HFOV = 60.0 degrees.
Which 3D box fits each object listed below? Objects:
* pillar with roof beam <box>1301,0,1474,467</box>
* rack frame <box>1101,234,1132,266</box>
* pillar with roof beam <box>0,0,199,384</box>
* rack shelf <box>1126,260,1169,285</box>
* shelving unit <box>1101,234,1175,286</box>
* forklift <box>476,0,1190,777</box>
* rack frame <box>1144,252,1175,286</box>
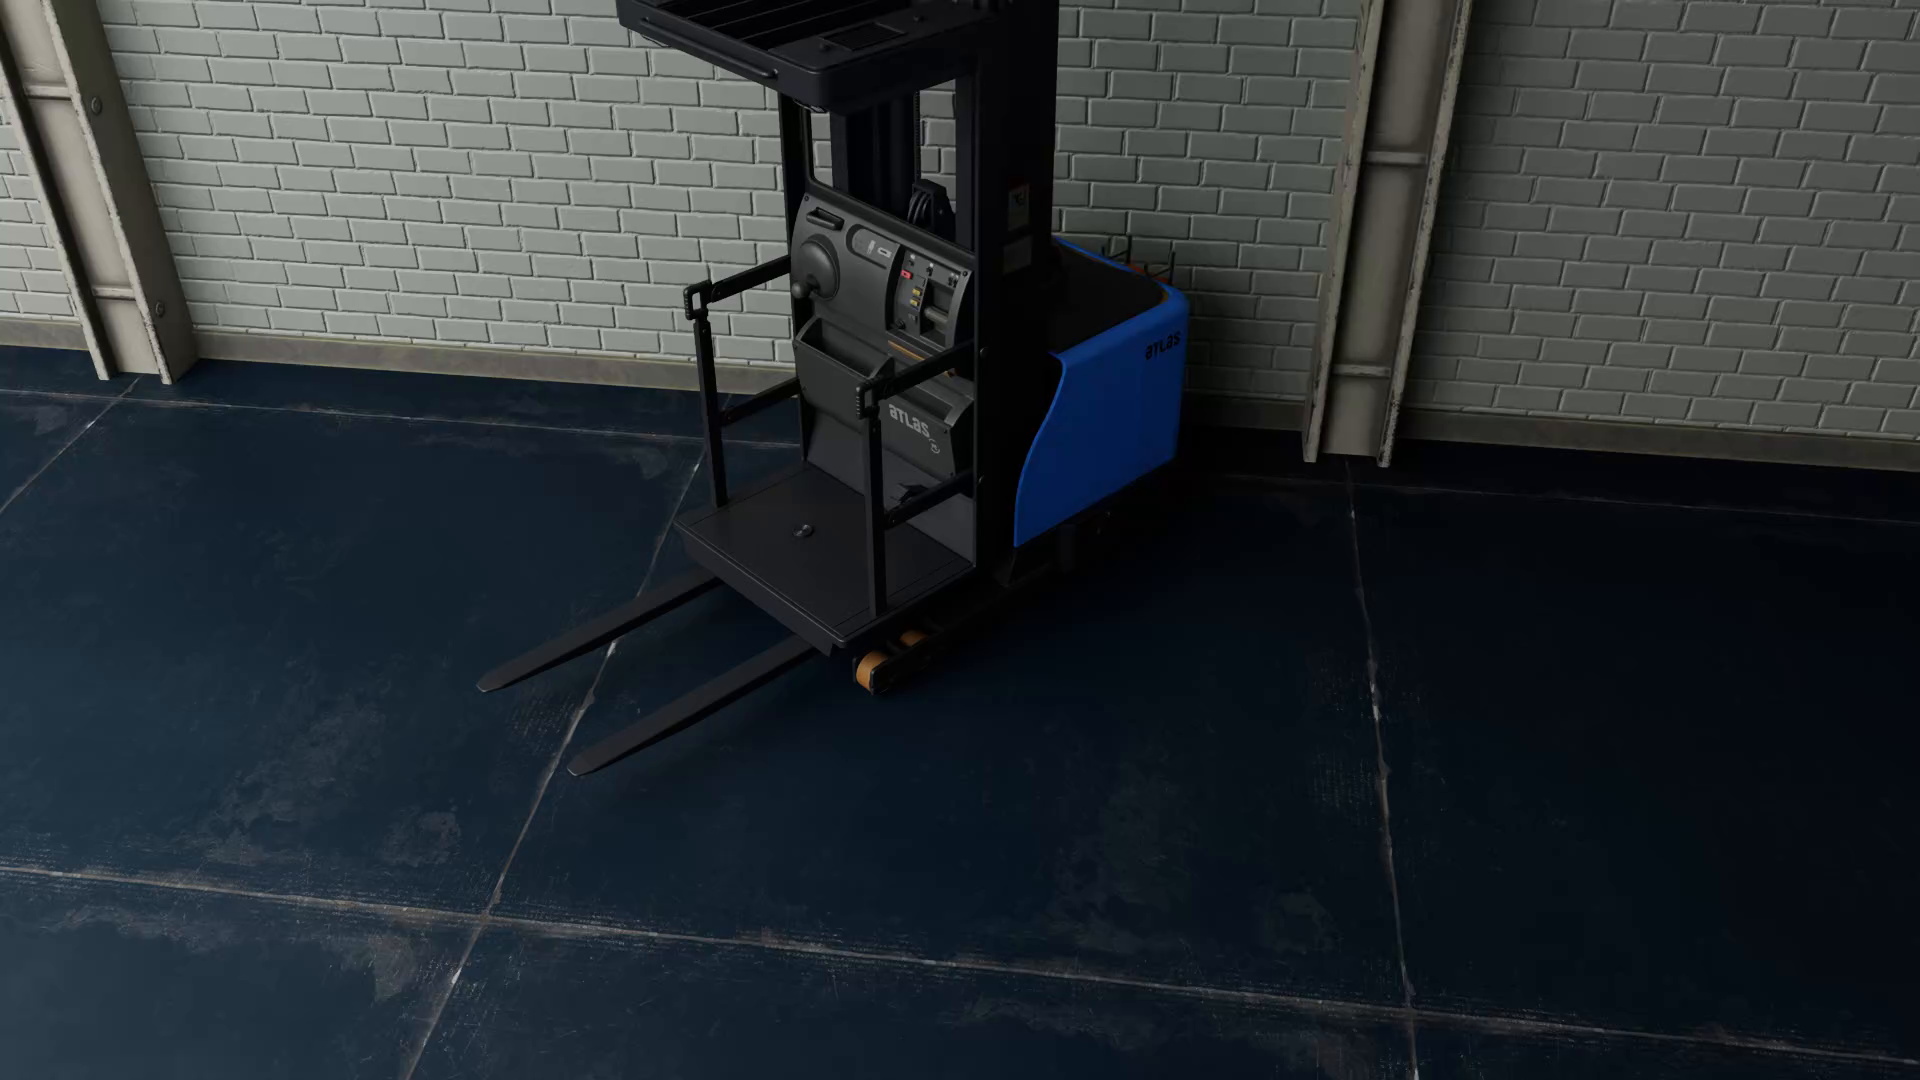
[{"bbox_3d":[1.274,-1.623,1.777,0.400,9.000,9.100,4,36,6],"label":"pillar with roof beam"},{"bbox_3d":[0.676,-0.876,7.569,0.200,1.050,0.008,-29,44,-36],"label":"rack frame"},{"bbox_3d":[-4.677,-2.067,2.399,0.400,9.000,9.100,4,36,6],"label":"pillar with roof beam"},{"bbox_3d":[0.767,-1.051,7.344,0.215,0.259,0.240,-29,44,-36],"label":"rack shelf"},{"bbox_3d":[0.762,-0.826,7.499,0.215,1.050,0.252,-29,44,-36],"label":"shelving unit"},{"bbox_3d":[-0.455,-0.943,6.048,3.031,2.935,1.130,-29,45,-34],"label":"forklift"},{"bbox_3d":[0.848,-0.776,7.428,0.200,1.050,0.008,-29,44,-36],"label":"rack frame"}]
